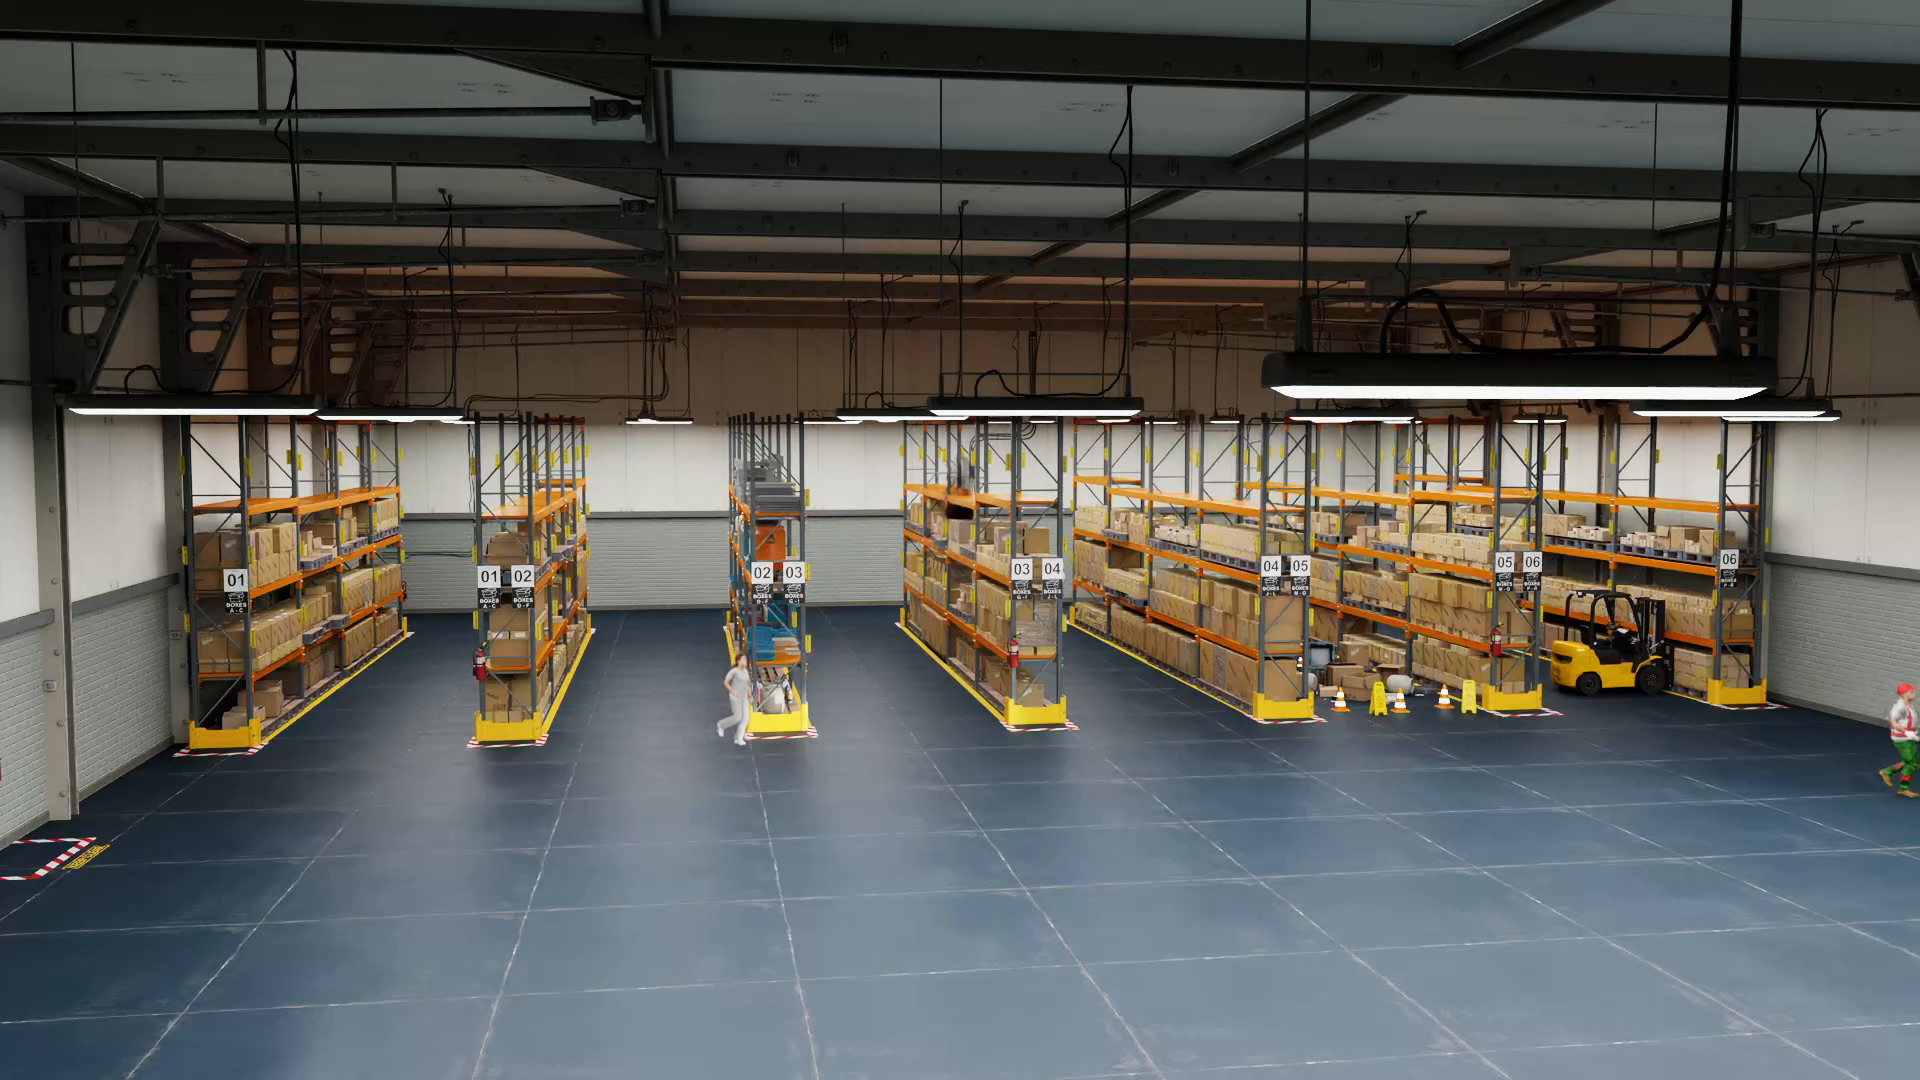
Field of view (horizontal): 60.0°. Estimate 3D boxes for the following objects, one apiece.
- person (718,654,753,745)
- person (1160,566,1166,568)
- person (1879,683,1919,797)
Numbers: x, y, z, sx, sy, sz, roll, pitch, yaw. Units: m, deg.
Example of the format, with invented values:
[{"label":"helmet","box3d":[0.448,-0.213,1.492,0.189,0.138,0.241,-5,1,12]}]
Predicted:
[{"label":"person","box3d":[-3.995,2.863,30.173,0.728,1.605,0.613,3,5,38]},{"label":"person","box3d":[5.816,1.595,47.876,0.684,1.743,0.617,-1,4,-19]},{"label":"person","box3d":[14.589,3.092,25.817,0.596,1.751,0.666,3,5,42]}]
